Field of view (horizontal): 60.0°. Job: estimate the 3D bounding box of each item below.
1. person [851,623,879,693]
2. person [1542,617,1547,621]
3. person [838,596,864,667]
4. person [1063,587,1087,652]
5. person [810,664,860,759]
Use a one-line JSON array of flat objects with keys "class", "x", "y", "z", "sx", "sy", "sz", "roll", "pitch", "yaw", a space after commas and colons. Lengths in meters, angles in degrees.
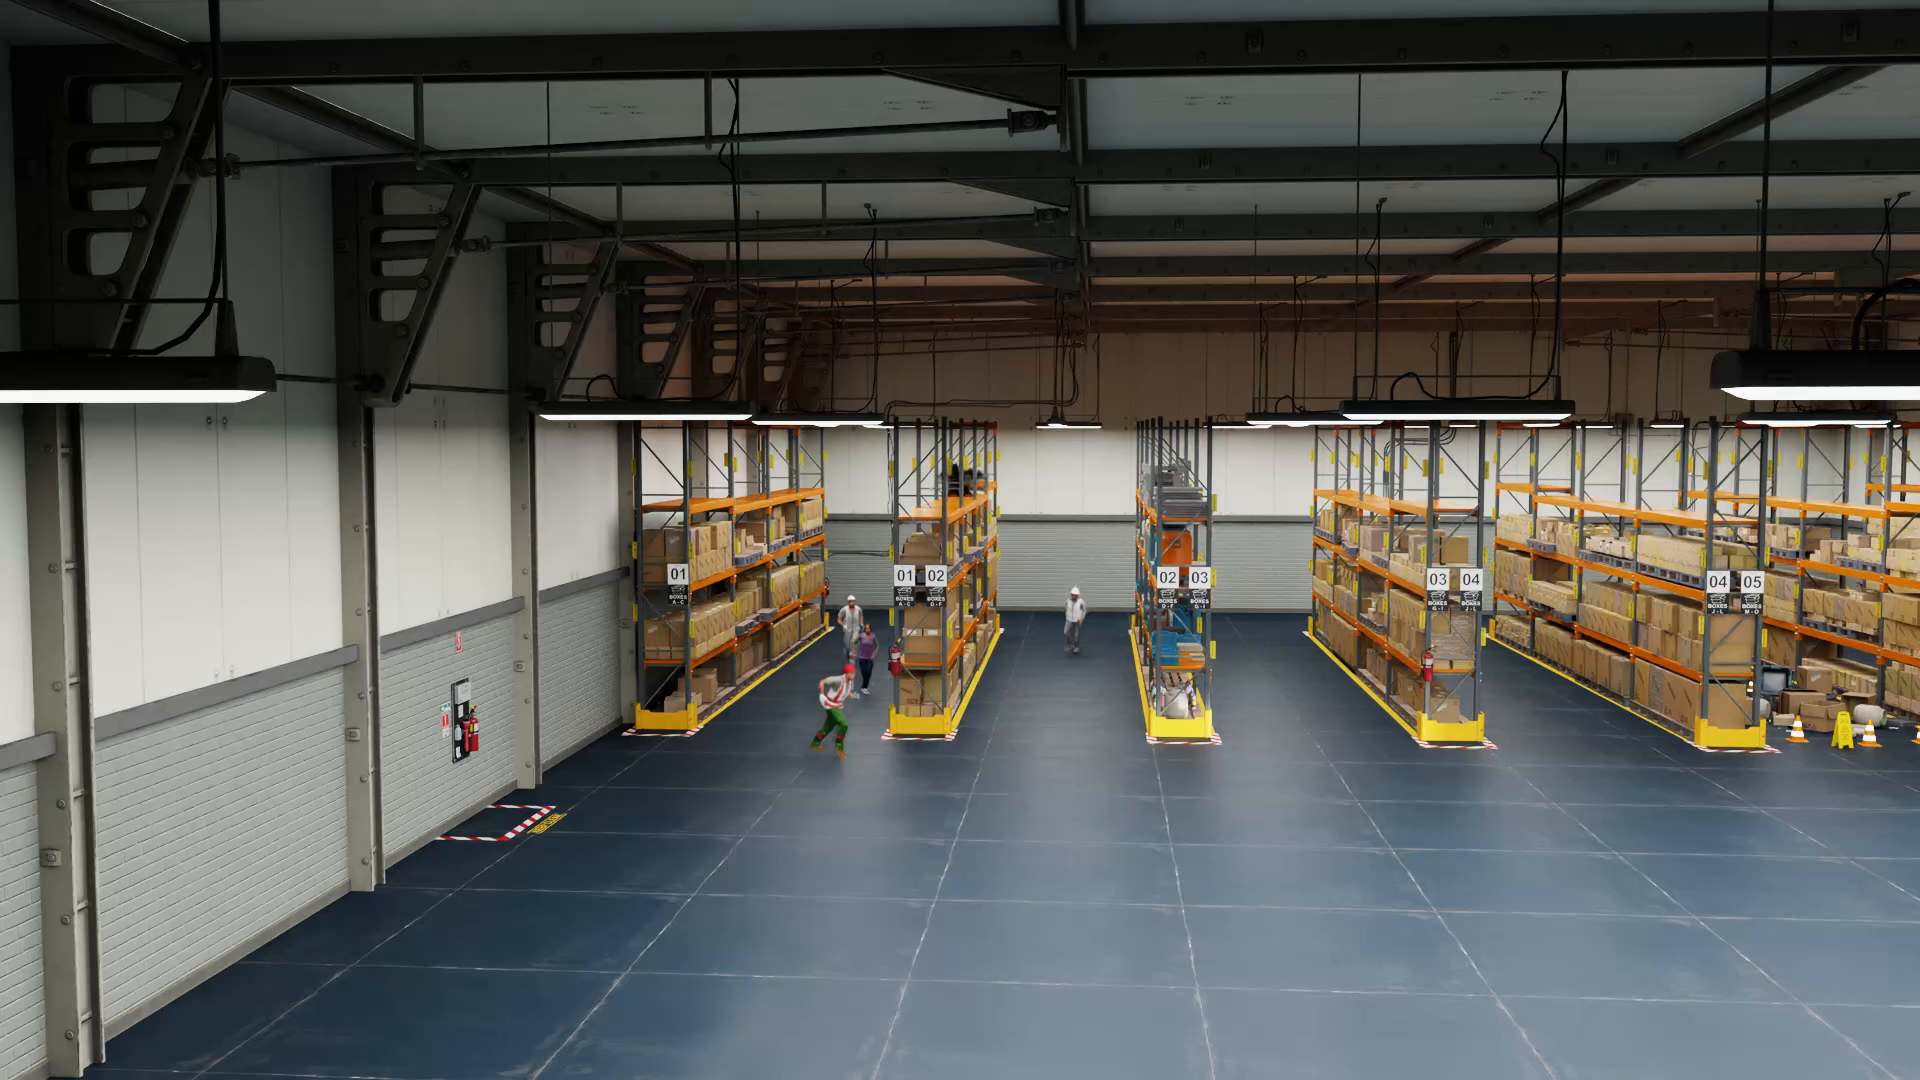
[{"class": "person", "x": -2.062, "y": 2.586, "z": 36.245, "sx": 0.610, "sy": 1.551, "sz": 0.495, "roll": 0, "pitch": 4, "yaw": -7}, {"class": "person", "x": 17.337, "y": 1.678, "z": 48.740, "sx": 0.966, "sy": 1.657, "sz": 0.570, "roll": -2, "pitch": 4, "yaw": -31}, {"class": "person", "x": -2.674, "y": 2.208, "z": 40.592, "sx": 0.661, "sy": 1.740, "sz": 0.831, "roll": -1, "pitch": 4, "yaw": -11}, {"class": "person", "x": 2.966, "y": 2.057, "z": 42.782, "sx": 0.651, "sy": 1.707, "sz": 0.736, "roll": 1, "pitch": 4, "yaw": 19}, {"class": "person", "x": -2.234, "y": 3.008, "z": 29.181, "sx": 1.011, "sy": 1.711, "sz": 0.707, "roll": 2, "pitch": 4, "yaw": 30}]
